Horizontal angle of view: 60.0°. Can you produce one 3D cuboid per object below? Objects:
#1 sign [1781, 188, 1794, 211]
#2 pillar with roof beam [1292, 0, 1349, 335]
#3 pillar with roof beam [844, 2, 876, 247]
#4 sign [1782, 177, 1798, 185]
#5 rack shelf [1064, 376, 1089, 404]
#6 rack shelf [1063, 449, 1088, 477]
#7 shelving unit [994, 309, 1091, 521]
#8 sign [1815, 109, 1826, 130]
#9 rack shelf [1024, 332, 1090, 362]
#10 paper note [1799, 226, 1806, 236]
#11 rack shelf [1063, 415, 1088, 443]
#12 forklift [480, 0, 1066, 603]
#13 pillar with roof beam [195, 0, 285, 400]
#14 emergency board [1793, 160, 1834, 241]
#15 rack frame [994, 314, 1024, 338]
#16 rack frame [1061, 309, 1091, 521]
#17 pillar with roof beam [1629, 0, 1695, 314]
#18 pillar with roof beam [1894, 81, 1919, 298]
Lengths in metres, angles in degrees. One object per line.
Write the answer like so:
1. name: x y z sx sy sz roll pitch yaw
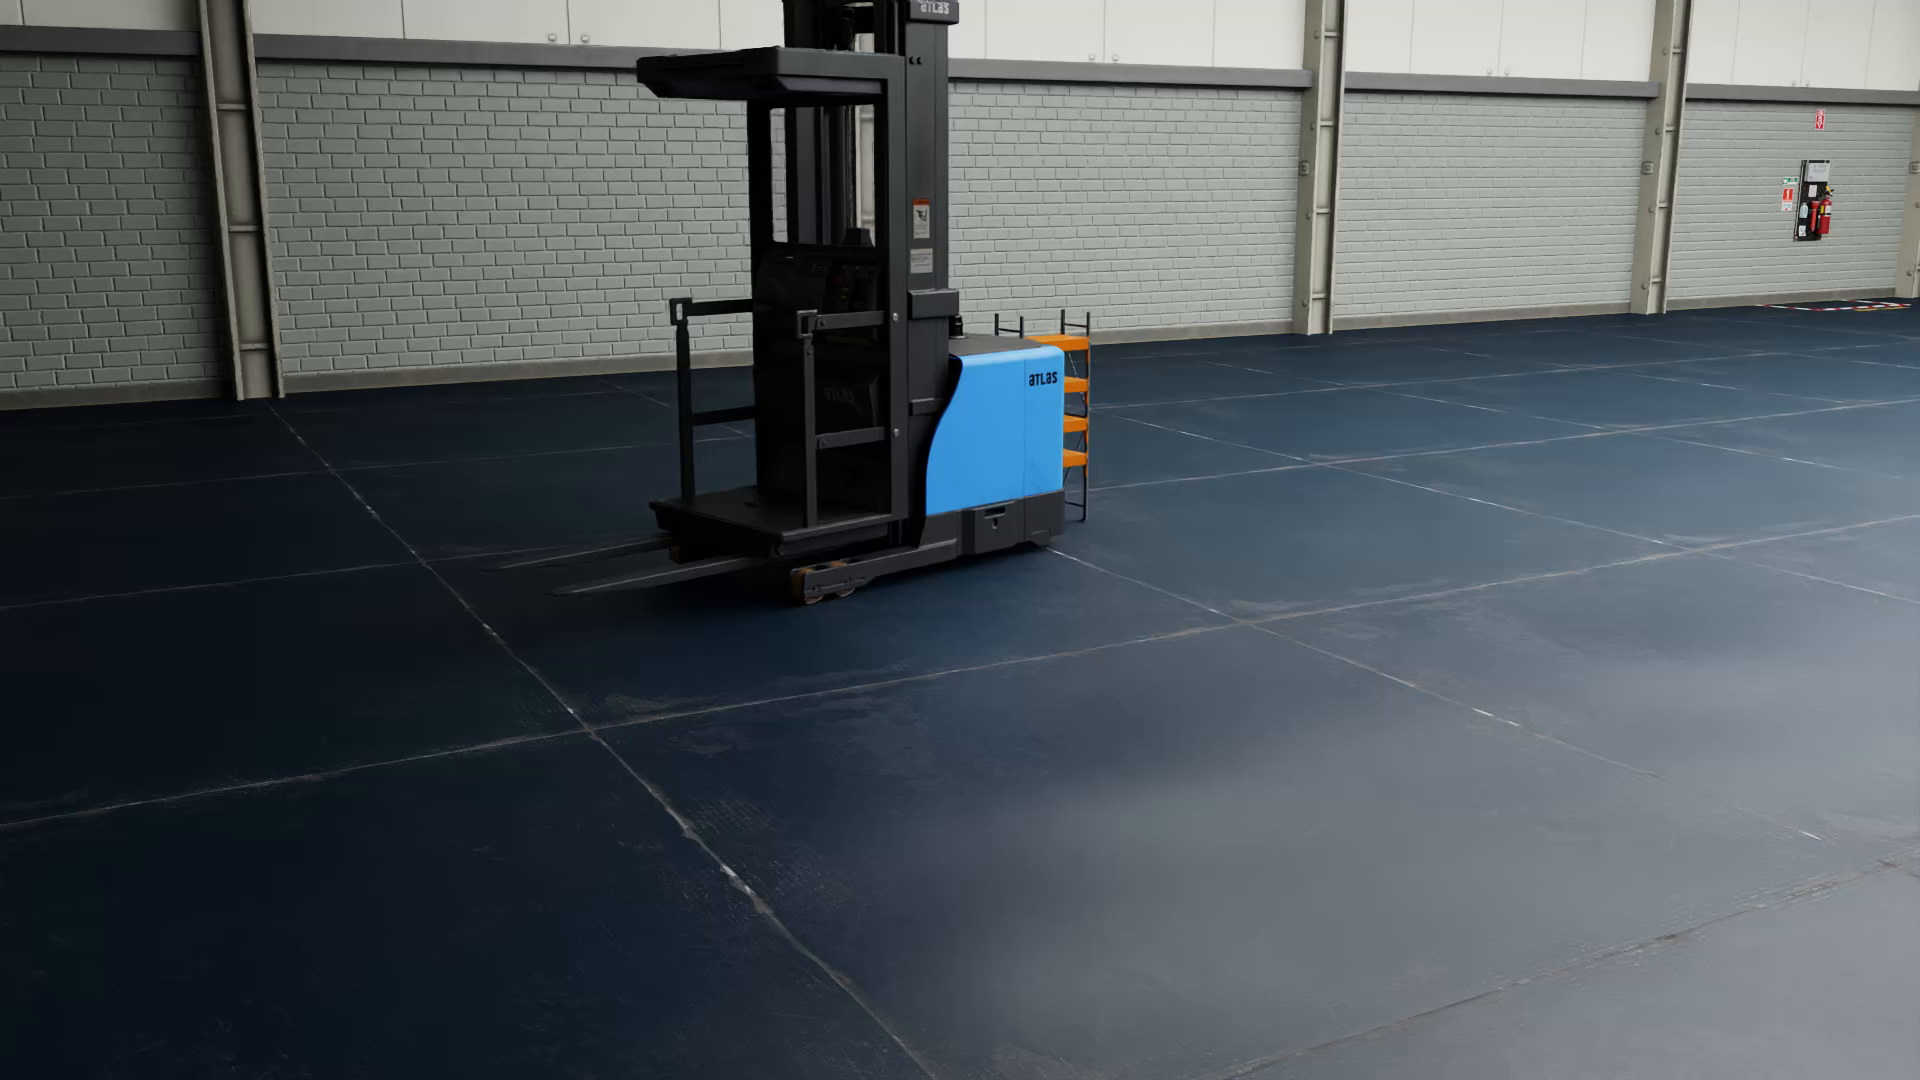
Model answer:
1. sign: 12.120 -4.987 24.357 0.234 0.329 0.001 -7 14 -28
2. pillar with roof beam: 6.372 -6.095 15.699 0.400 9.000 9.100 -7 14 -28
3. pillar with roof beam: 1.106 -5.464 12.894 0.400 9.000 9.100 -7 14 -28
4. sign: 12.128 -5.245 24.293 0.331 0.109 0.001 -7 14 -28
5. rack shelf: 0.463 -0.835 9.372 0.480 0.148 0.258 -10 16 -37
6. rack shelf: 0.463 -0.423 9.465 0.480 0.148 0.258 -10 16 -37
7. shelving unit: 0.463 -0.682 9.407 0.503 1.200 0.258 -10 16 -37
8. sign: 12.600 -6.157 24.358 0.199 0.298 0.001 -7 14 -28
9. rack shelf: 0.463 -1.065 9.320 0.480 0.148 0.258 -10 16 -37
10. paper note: 12.466 -4.573 24.604 0.142 0.148 0.016 -7 14 -28
11. rack shelf: 0.463 -0.616 9.421 0.480 0.148 0.258 -10 16 -37
12. forklift: -0.848 -1.260 8.033 3.031 2.935 1.130 -12 17 -42
13. pillar with roof beam: -4.161 -4.833 10.089 0.400 9.000 9.100 -7 14 -28
14. emergency board: 12.655 -5.008 24.531 0.643 1.169 0.194 -7 14 -28
15. rack frame: 0.270 -0.649 9.261 0.015 1.200 0.240 -10 16 -37
16. rack frame: 0.656 -0.715 9.552 0.015 1.200 0.240 -10 16 -37
17. pillar with roof beam: 11.638 -6.727 18.503 0.400 9.000 9.100 -7 14 -28
18. pillar with roof beam: 16.905 -7.358 21.308 0.400 9.000 9.100 -7 14 -28
